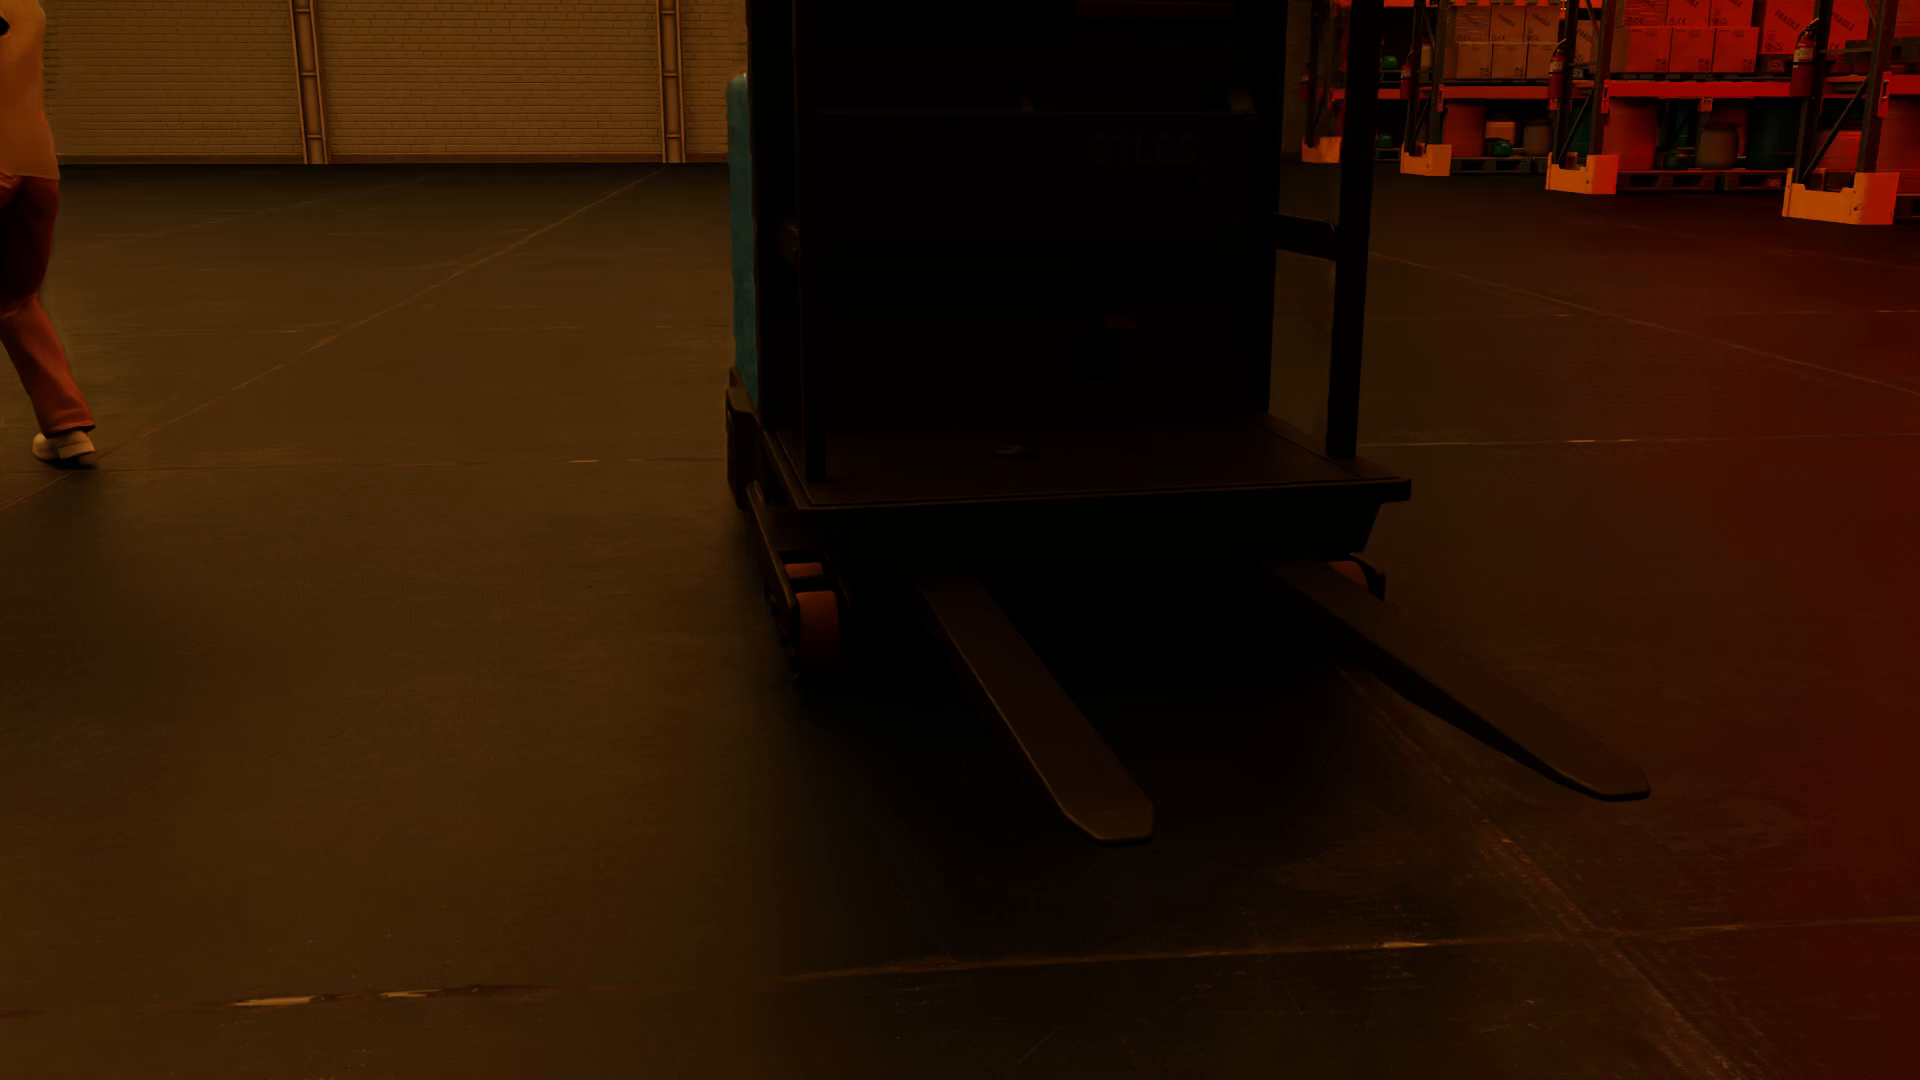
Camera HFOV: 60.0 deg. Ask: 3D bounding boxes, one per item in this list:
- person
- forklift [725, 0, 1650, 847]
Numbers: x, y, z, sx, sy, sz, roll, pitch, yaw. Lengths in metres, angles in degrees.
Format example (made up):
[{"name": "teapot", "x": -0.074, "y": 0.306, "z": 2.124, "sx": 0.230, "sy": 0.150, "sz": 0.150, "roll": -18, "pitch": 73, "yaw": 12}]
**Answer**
[{"name": "person", "x": -2.656, "y": -0.972, "z": 4.548, "sx": 0.697, "sy": 1.646, "sz": 0.590, "roll": 5, "pitch": 15, "yaw": 17}, {"name": "forklift", "x": 0.174, "y": -1.267, "z": 2.990, "sx": 1.130, "sy": 2.935, "sz": 3.031, "roll": -3, "pitch": 15, "yaw": -11}]
